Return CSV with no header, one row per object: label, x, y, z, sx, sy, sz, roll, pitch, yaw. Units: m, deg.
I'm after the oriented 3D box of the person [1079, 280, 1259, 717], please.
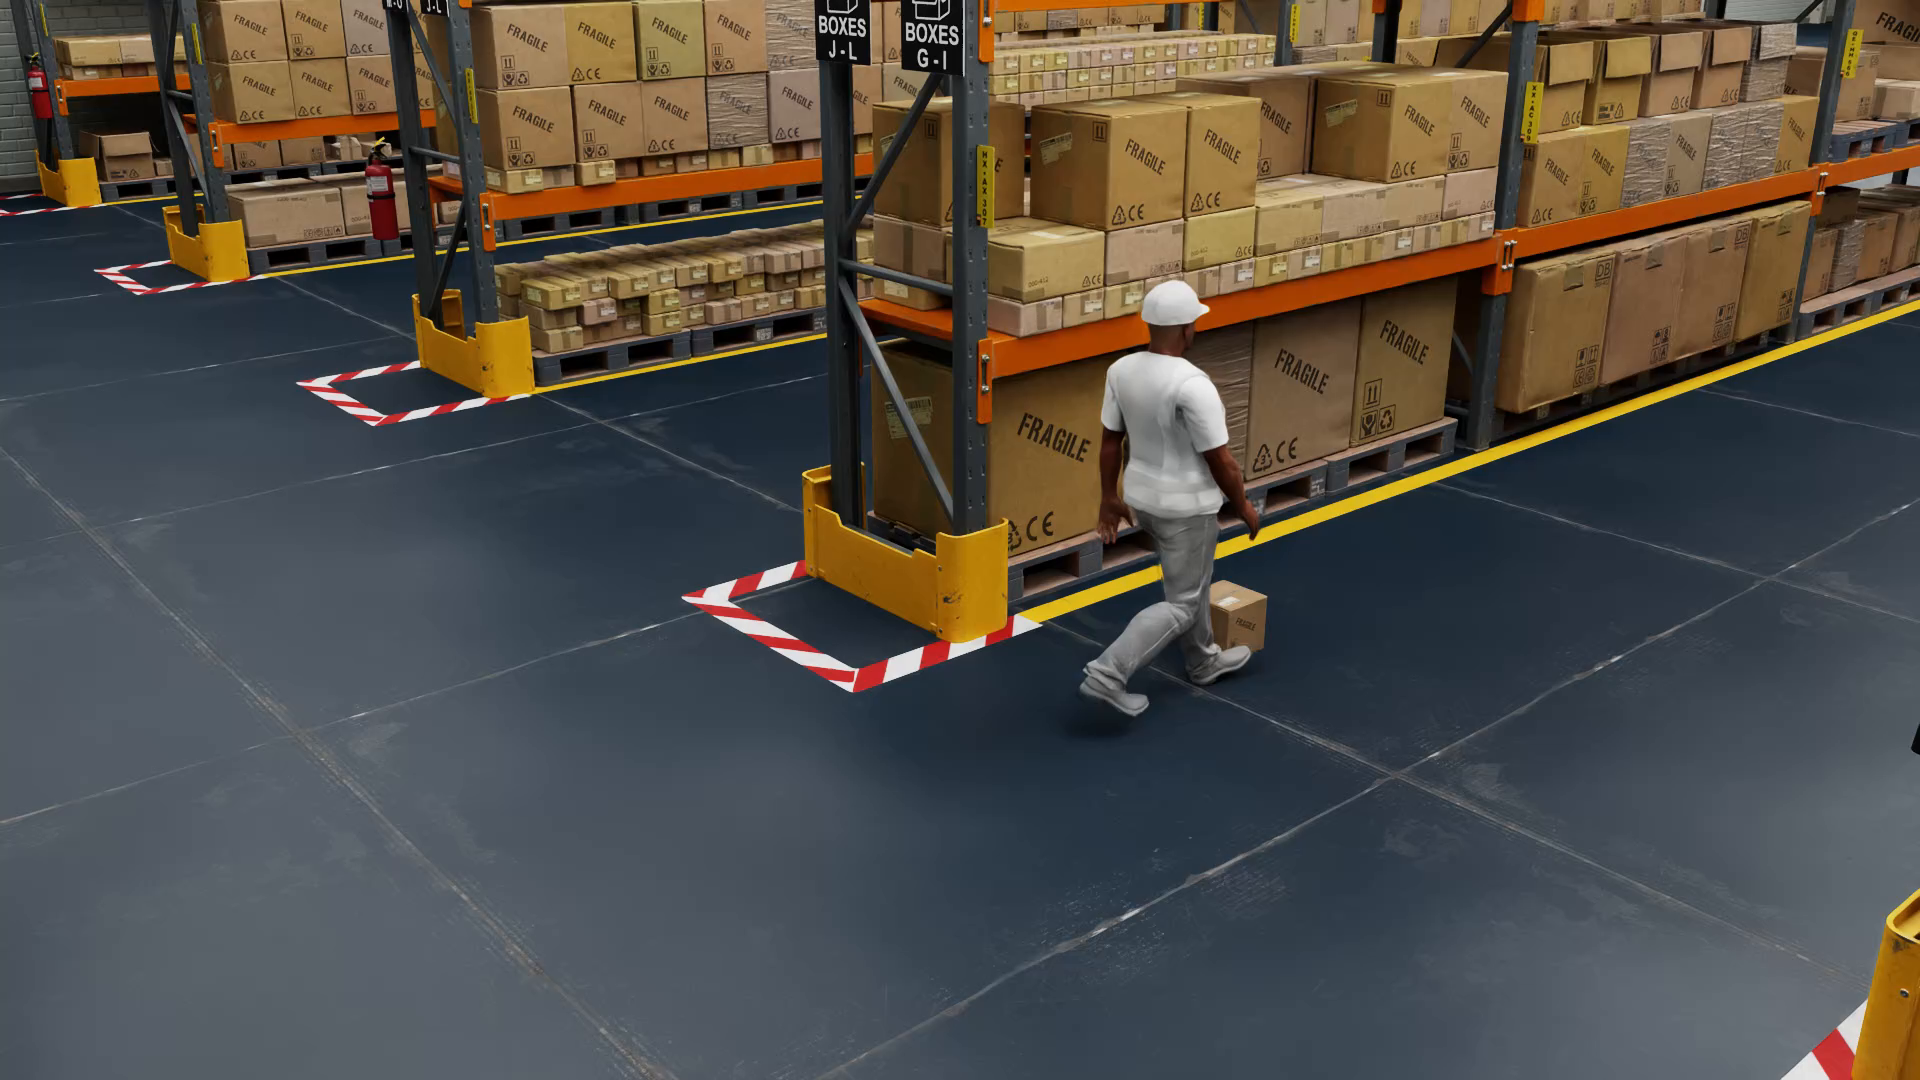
person,0.841,-0.149,6.488,0.986,1.738,0.583,-11,24,-28
